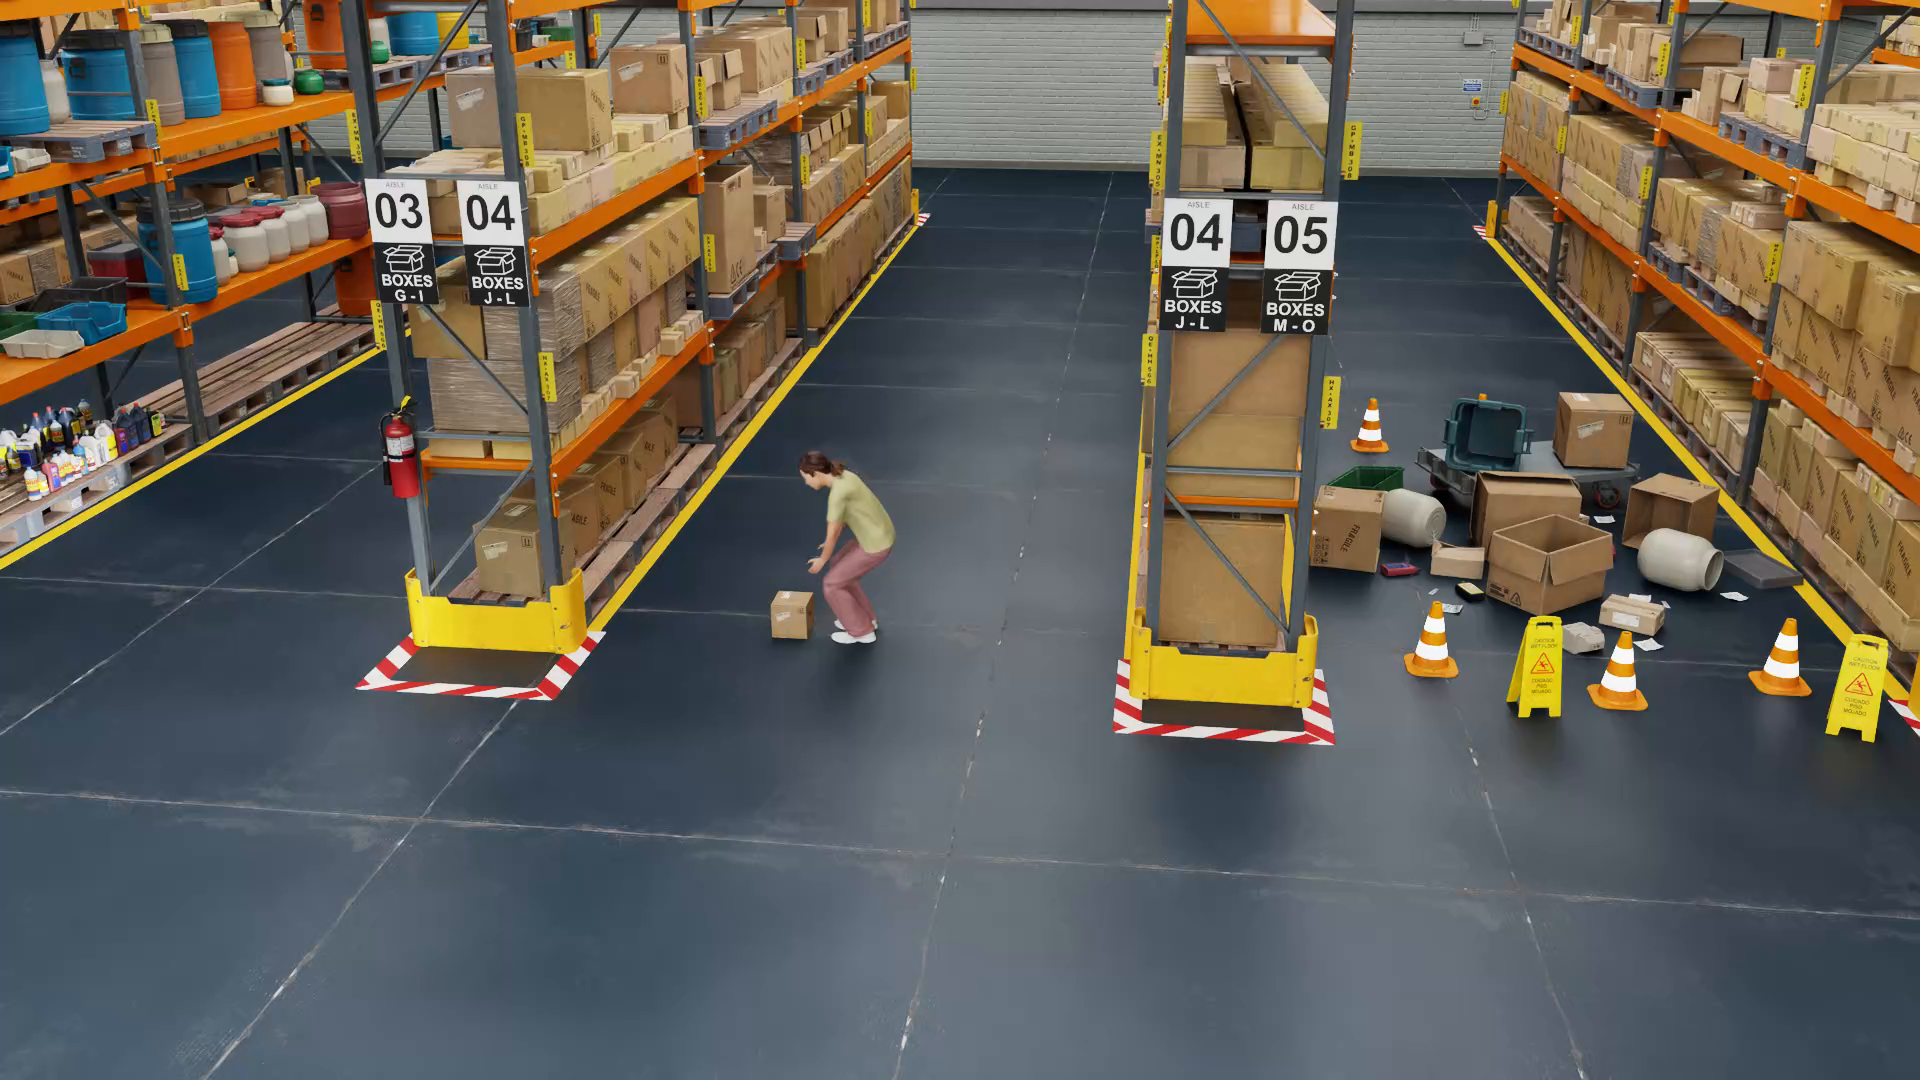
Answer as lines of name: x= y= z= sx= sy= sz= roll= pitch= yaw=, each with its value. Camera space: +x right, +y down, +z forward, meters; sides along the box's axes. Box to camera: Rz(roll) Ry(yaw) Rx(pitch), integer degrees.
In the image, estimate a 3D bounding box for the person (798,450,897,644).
person: x=-0.772 y=0.043 z=11.417 sx=0.651 sy=1.362 sz=0.510 roll=3 pitch=21 yaw=7
